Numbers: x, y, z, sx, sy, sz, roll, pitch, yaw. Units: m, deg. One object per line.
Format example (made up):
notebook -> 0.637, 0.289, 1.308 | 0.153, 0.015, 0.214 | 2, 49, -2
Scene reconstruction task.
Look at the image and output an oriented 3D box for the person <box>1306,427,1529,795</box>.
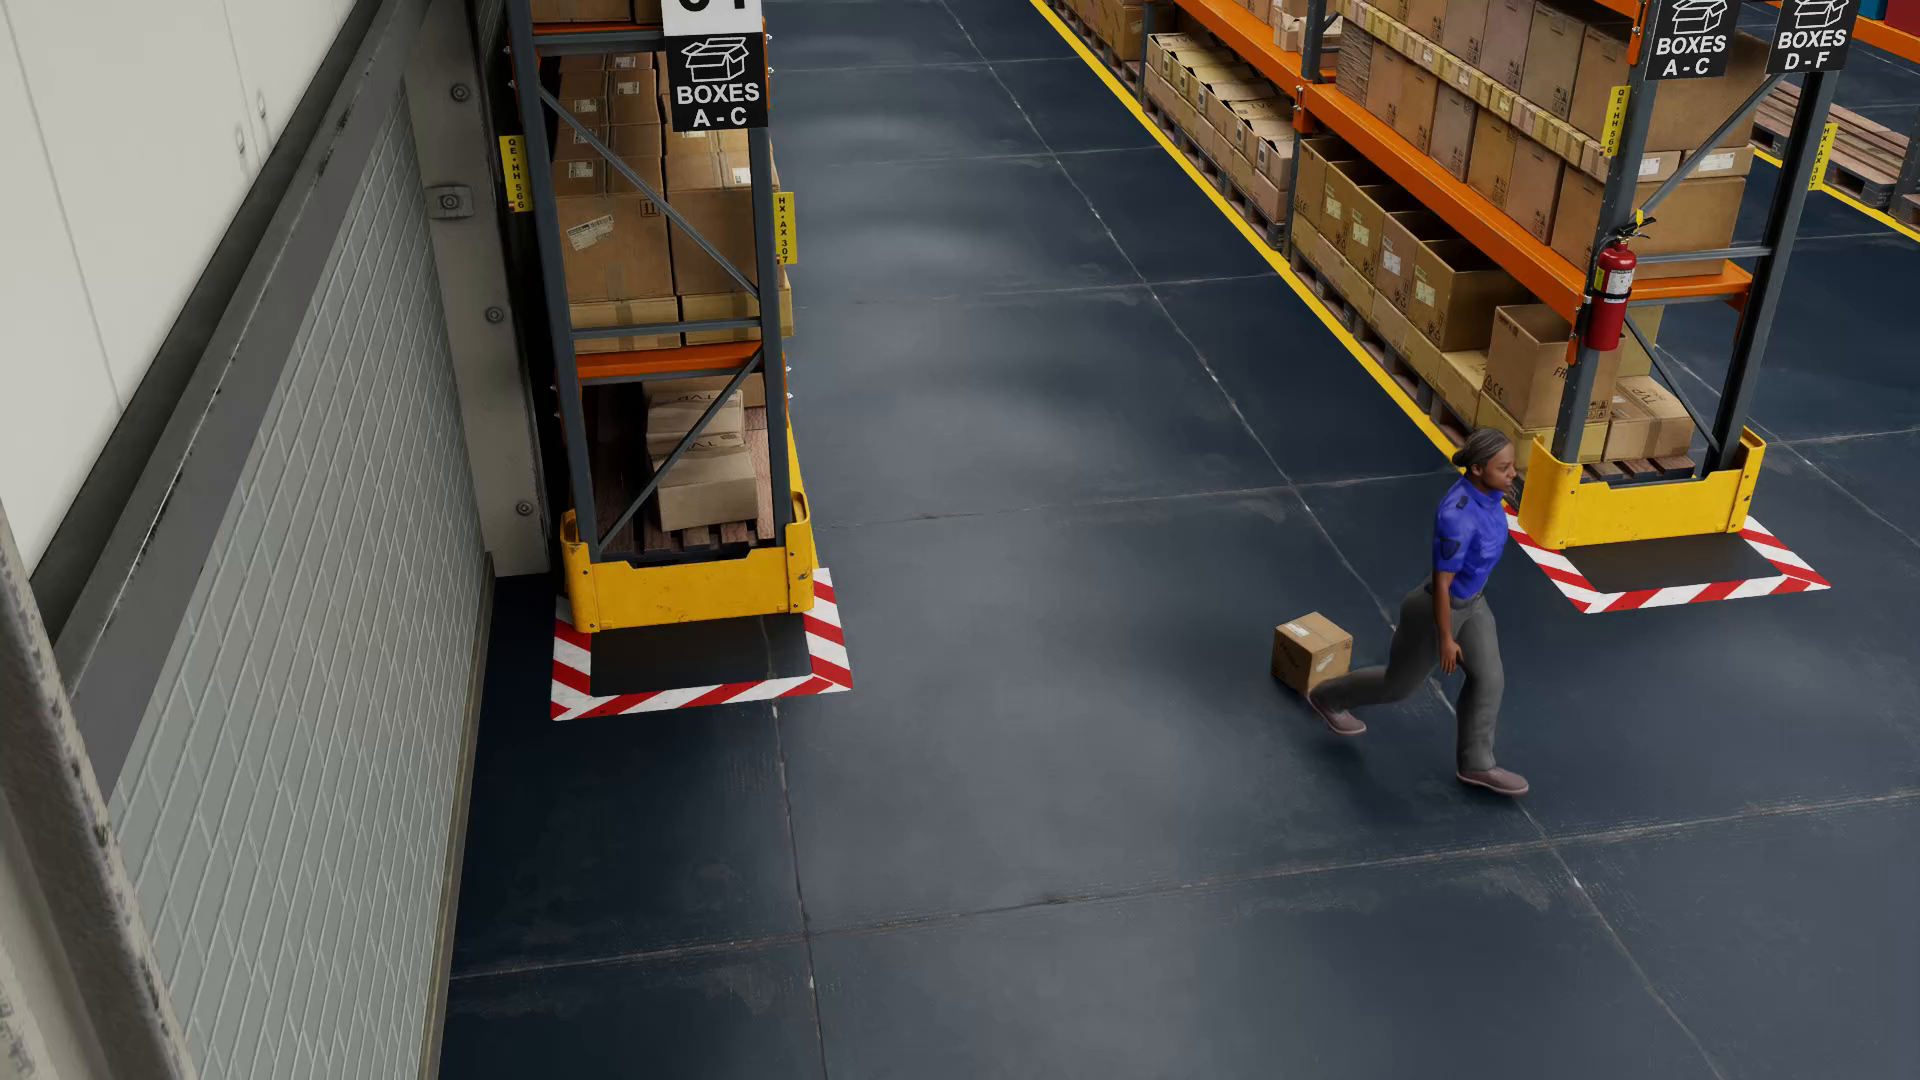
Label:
person -> 1.921, 0.262, 6.699 | 0.971, 1.607, 0.462 | 22, 37, 32
